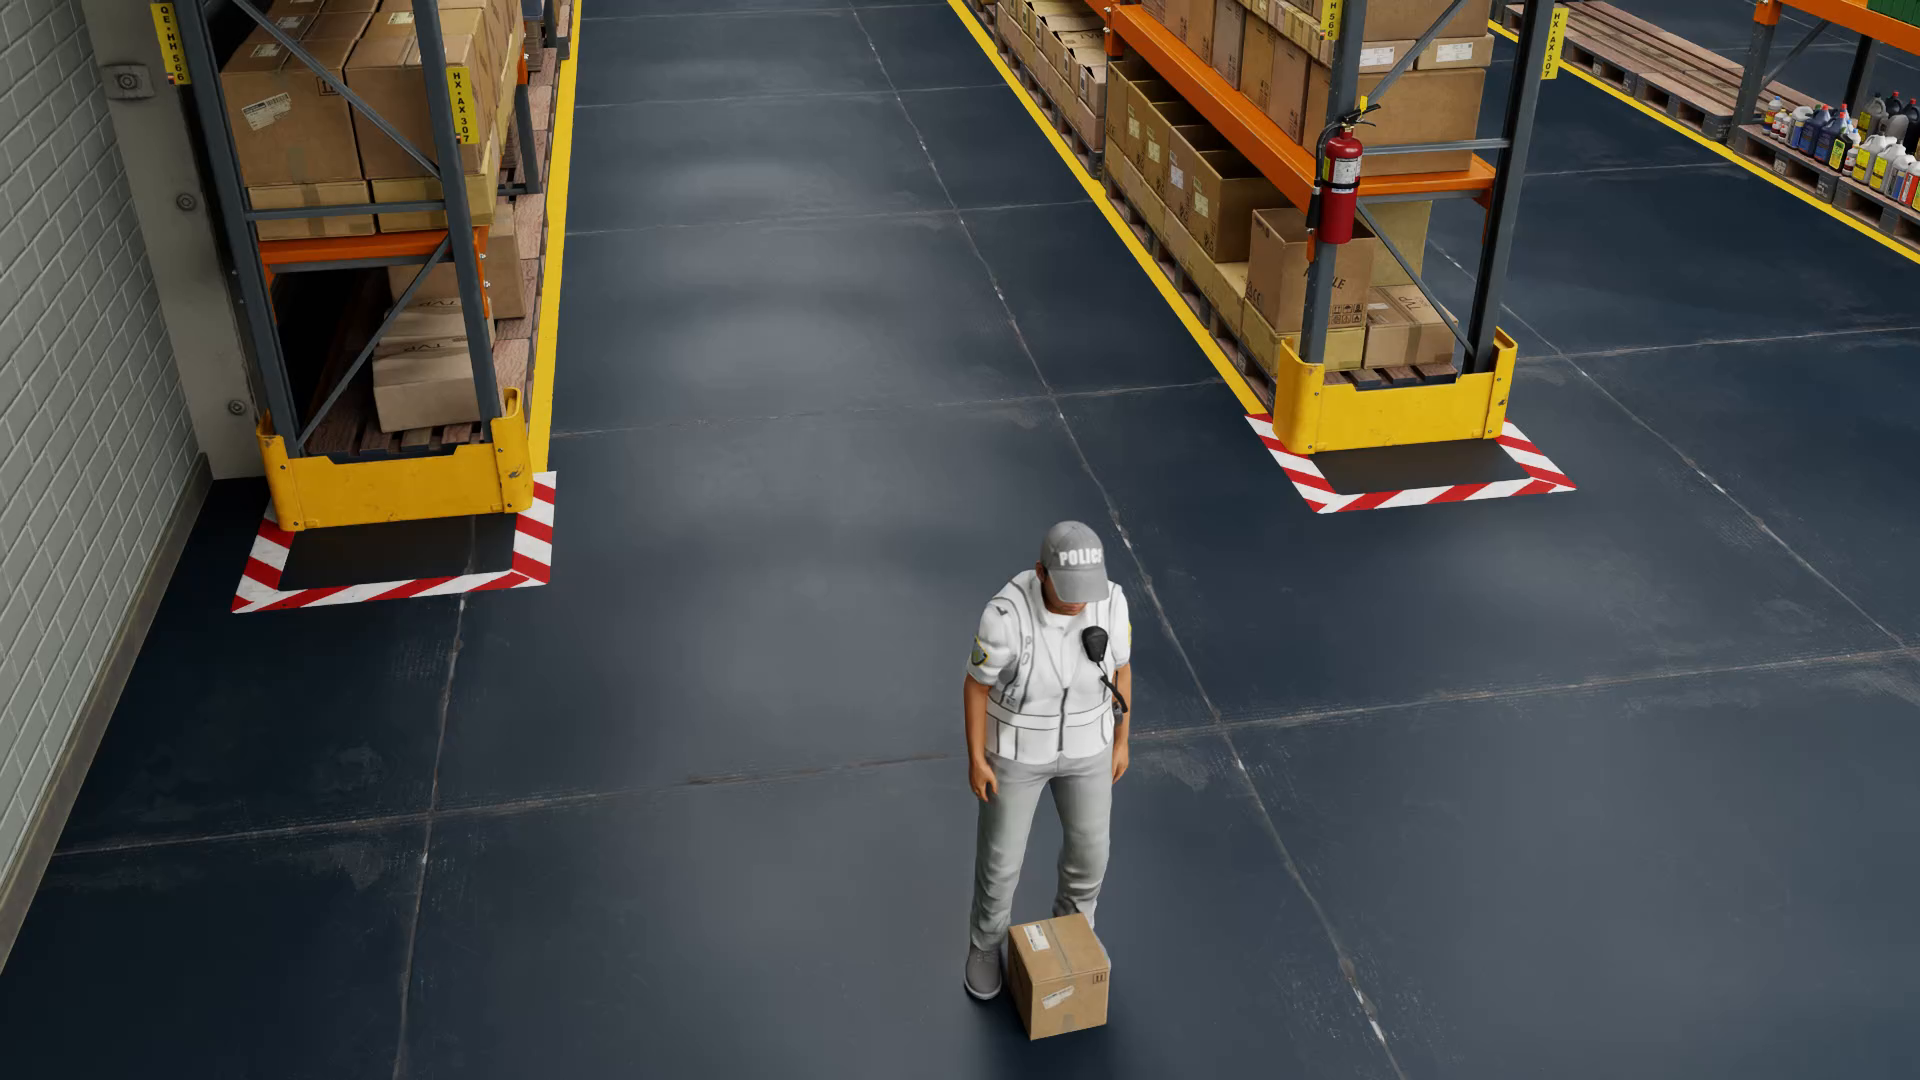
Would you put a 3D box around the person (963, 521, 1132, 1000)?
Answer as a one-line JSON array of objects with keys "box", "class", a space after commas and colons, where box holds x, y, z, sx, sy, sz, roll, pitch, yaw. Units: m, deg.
[{"box": [0.264, 0.651, 5.038, 0.547, 1.664, 0.467, -7, 32, -11], "class": "person"}]
